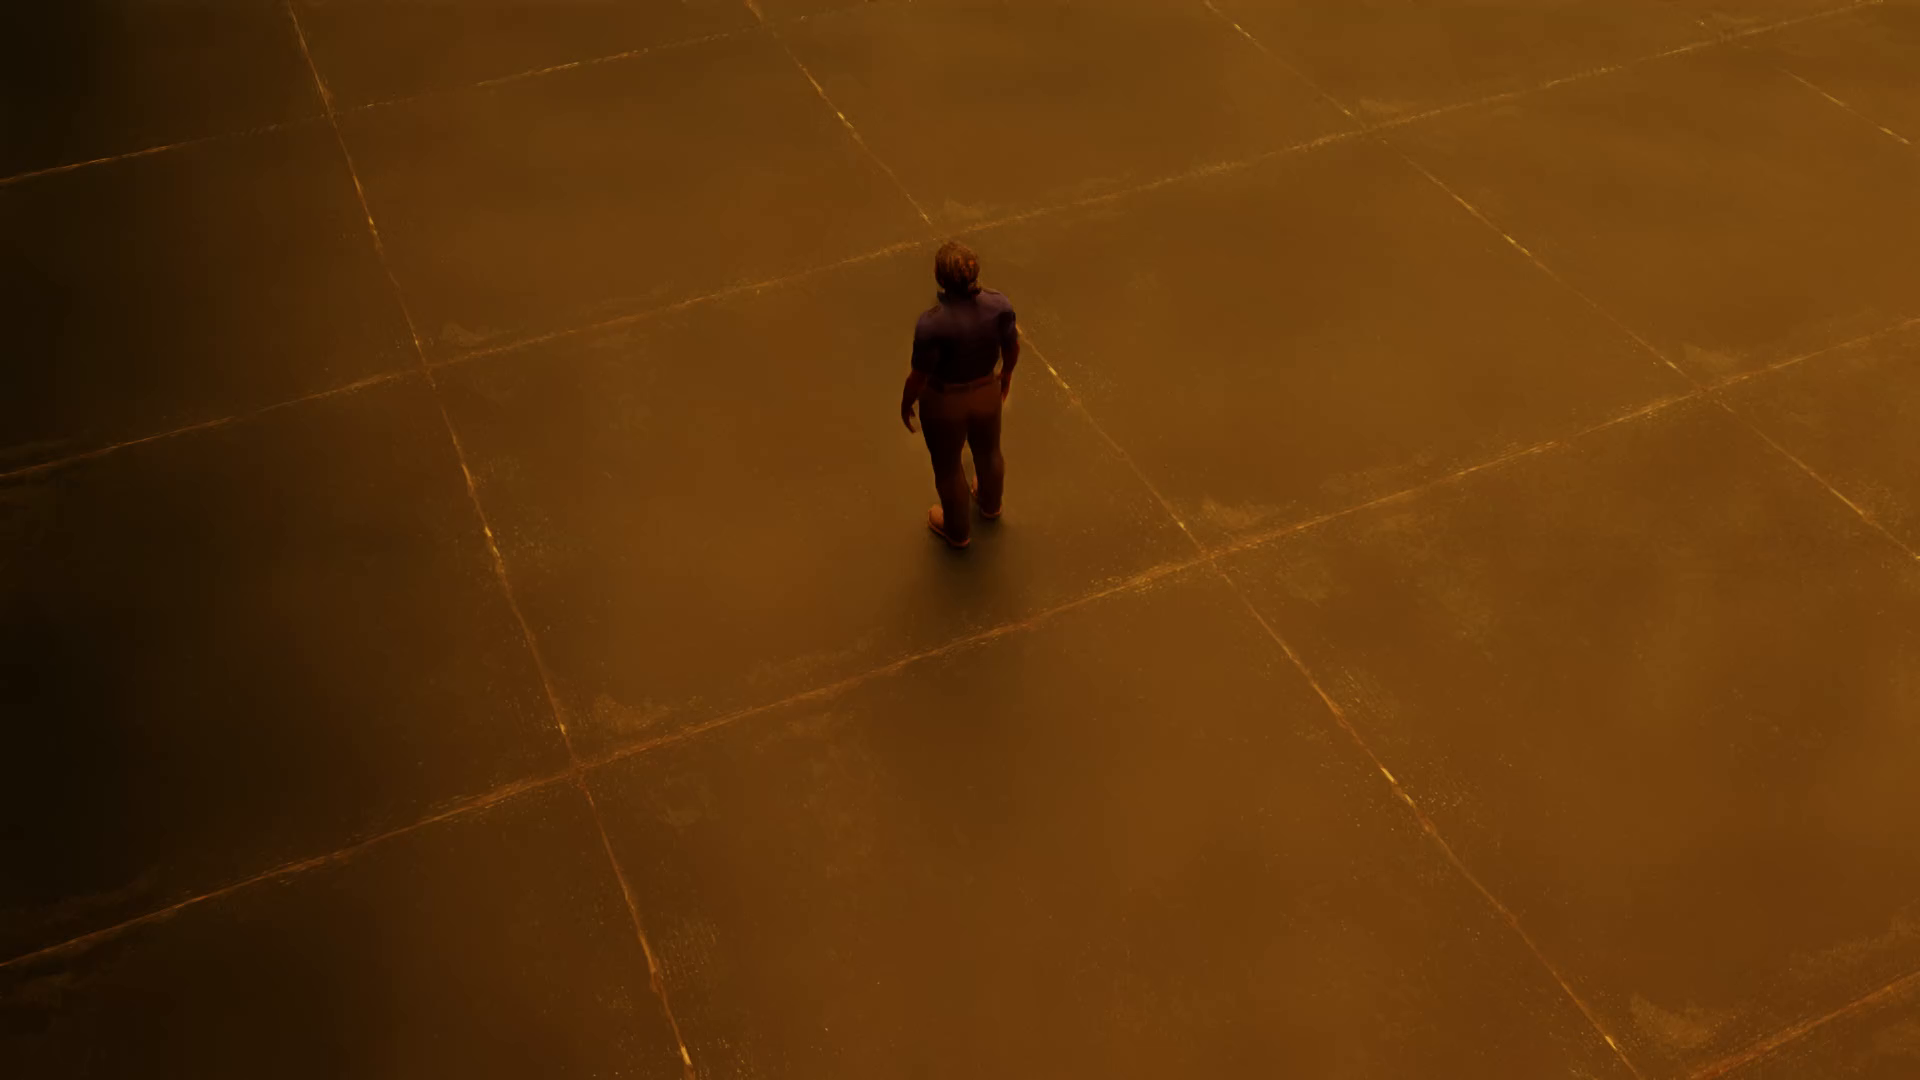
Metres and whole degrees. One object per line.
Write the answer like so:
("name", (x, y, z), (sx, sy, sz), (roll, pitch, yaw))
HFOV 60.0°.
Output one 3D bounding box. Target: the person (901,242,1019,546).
("person", (-0.019, -0.670, 7.323), (0.570, 1.654, 0.503), (-18, 46, -18))
